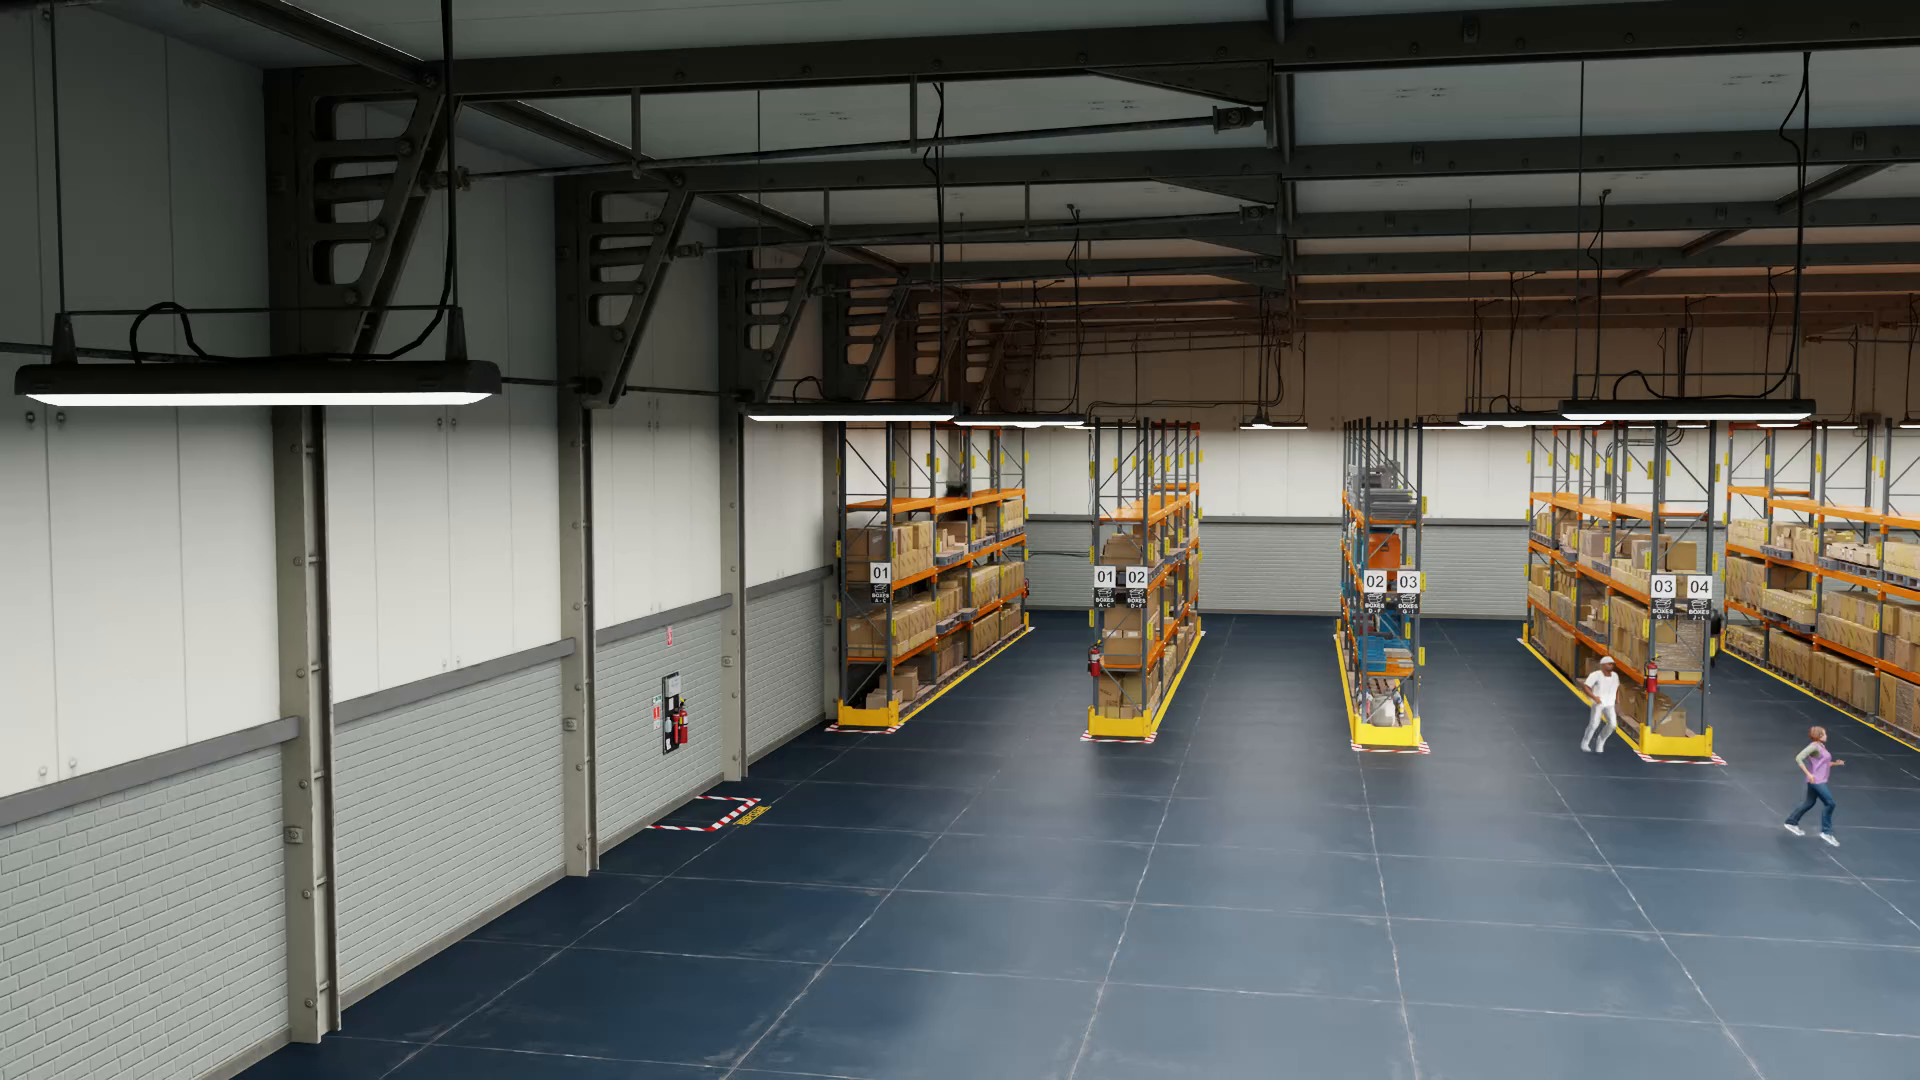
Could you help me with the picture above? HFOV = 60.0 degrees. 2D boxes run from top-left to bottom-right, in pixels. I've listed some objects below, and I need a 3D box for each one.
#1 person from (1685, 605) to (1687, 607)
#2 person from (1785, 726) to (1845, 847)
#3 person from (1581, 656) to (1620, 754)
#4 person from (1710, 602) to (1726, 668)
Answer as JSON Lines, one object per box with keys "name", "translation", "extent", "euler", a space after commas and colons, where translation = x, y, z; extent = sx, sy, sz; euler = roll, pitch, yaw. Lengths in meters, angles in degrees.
{"name": "person", "translation": [18.574, 2.203, 42.082], "extent": [0.603, 1.624, 0.603], "euler": [1, 4, 15]}
{"name": "person", "translation": [11.922, 3.409, 23.193], "extent": [0.737, 1.643, 0.510], "euler": [2, 4, 32]}
{"name": "person", "translation": [11.488, 2.943, 29.657], "extent": [0.766, 1.731, 0.631], "euler": [0, 4, -7]}
{"name": "person", "translation": [18.099, 2.284, 40.060], "extent": [0.672, 1.680, 0.542], "euler": [1, 4, 18]}
